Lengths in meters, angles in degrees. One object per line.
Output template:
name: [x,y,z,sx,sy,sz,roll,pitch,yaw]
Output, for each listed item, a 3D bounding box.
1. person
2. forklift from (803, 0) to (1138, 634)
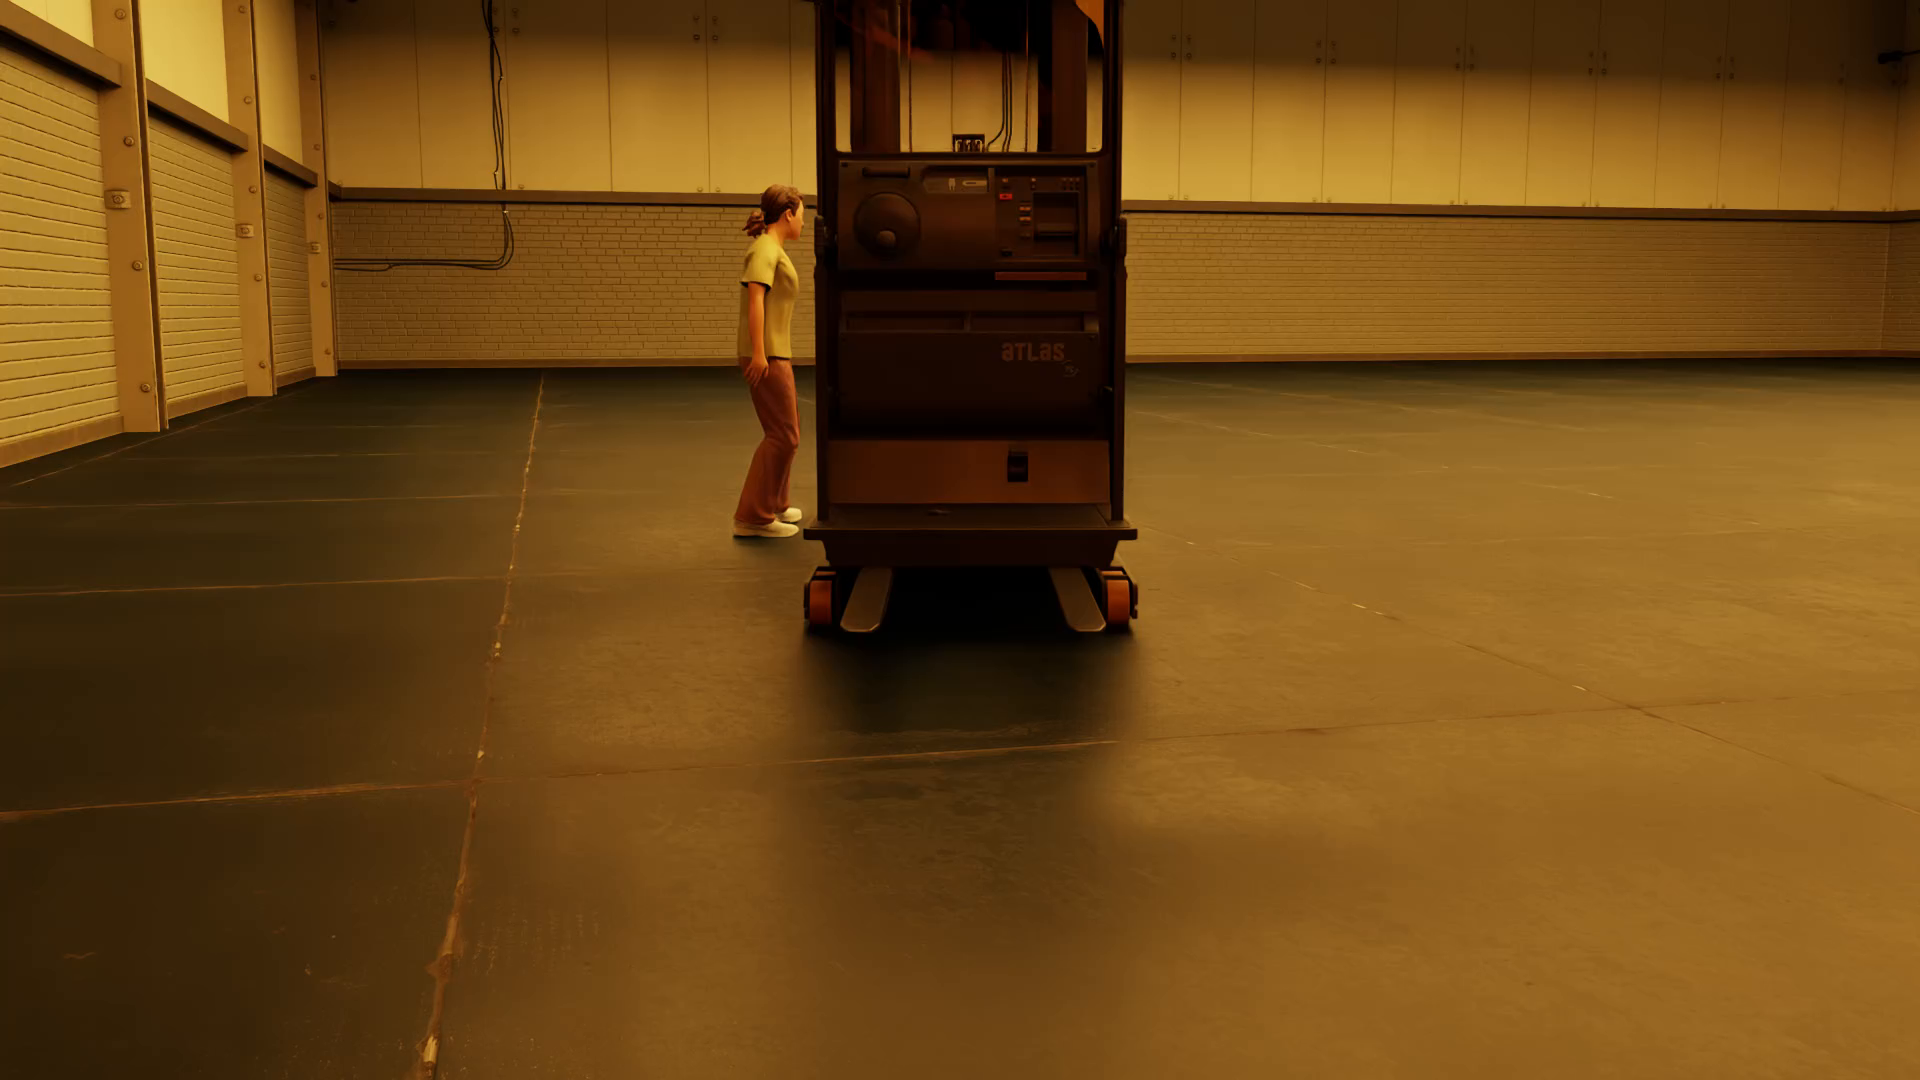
person: [-0.909,-0.848,7.869,0.372,1.647,0.788,-2,8,-11]
forklift: [0.033,-1.199,5.703,1.130,2.935,3.031,0,8,0]
